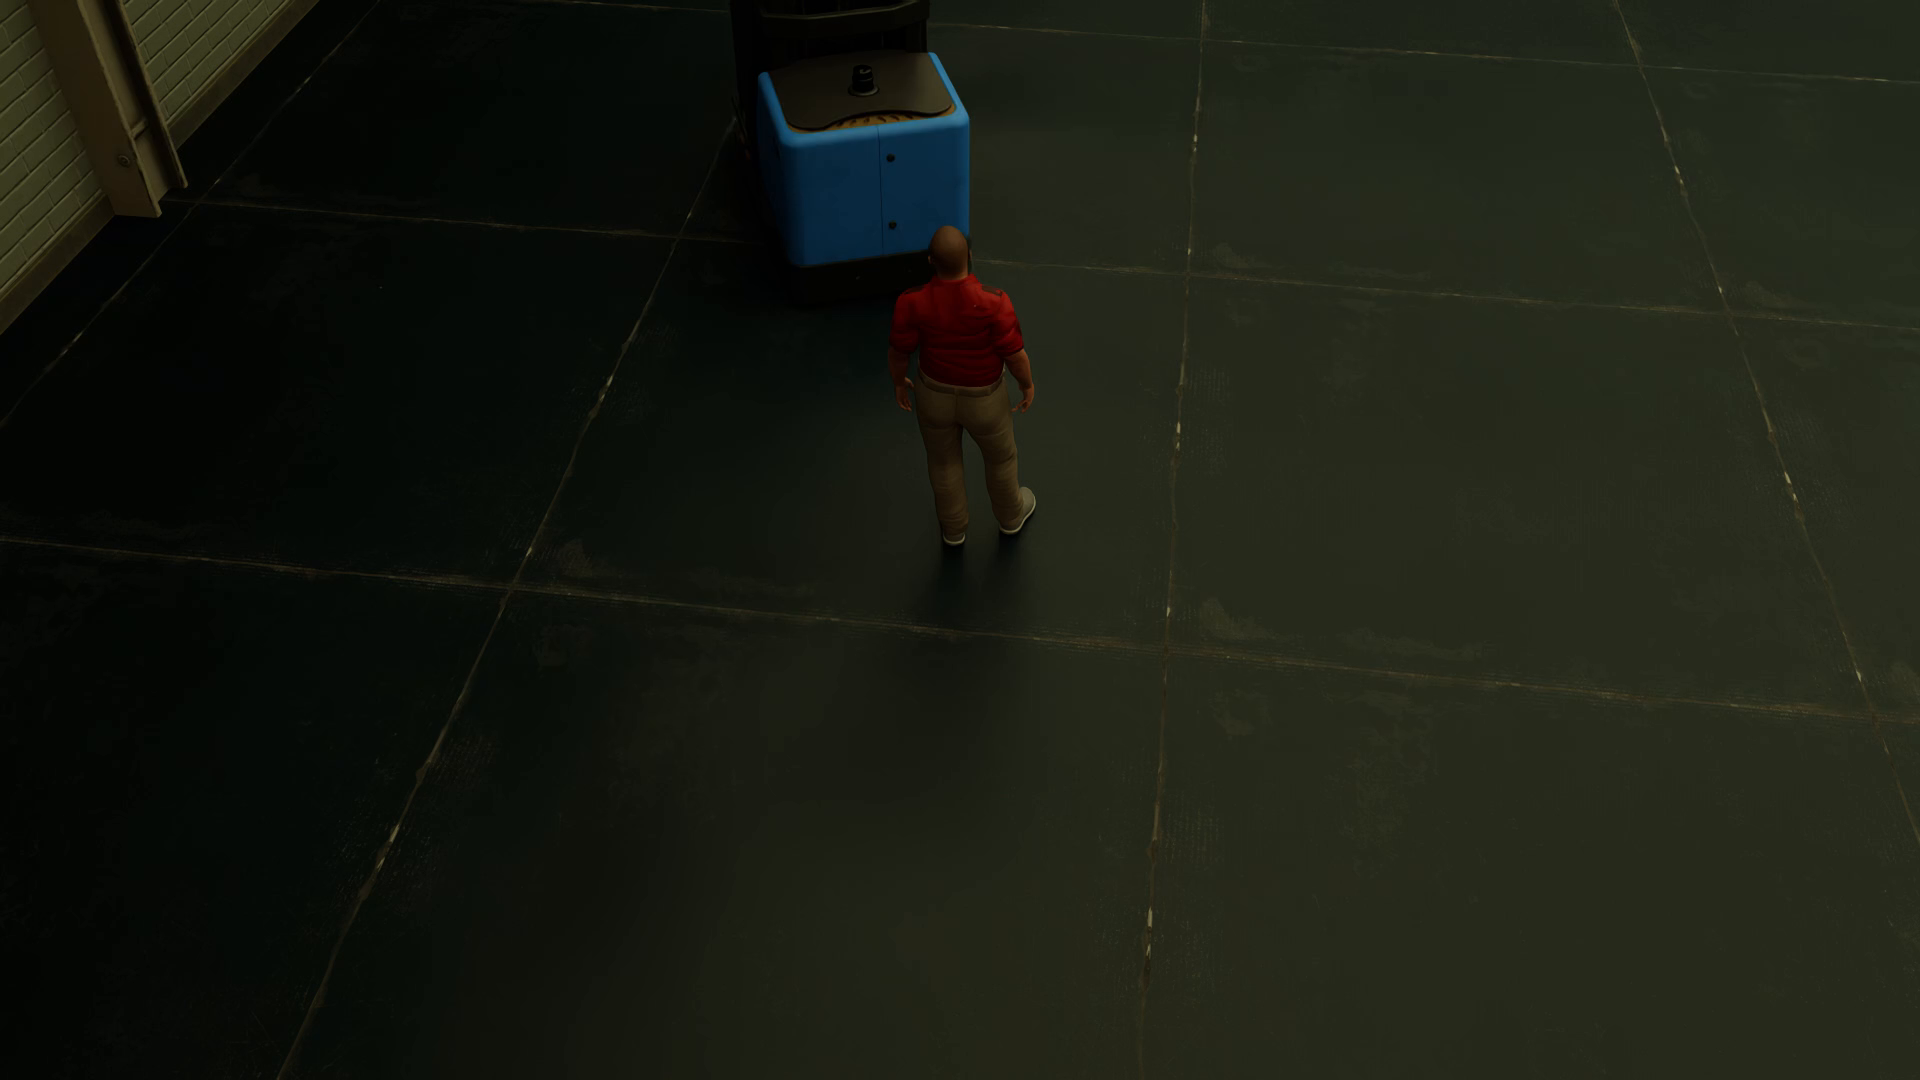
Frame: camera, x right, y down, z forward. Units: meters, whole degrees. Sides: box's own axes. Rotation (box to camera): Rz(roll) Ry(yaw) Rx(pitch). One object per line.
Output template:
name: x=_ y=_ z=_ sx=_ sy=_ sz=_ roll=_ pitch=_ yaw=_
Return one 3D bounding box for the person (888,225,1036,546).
person: x=0.024 y=-0.701 z=7.366 sx=0.640 sy=1.727 sz=0.551 roll=5 pitch=43 yaw=6

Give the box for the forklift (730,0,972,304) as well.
forklift: x=-0.793 y=-3.398 z=9.423 sx=1.130 sy=2.935 sz=3.031 roll=-10 pitch=43 yaw=-10
